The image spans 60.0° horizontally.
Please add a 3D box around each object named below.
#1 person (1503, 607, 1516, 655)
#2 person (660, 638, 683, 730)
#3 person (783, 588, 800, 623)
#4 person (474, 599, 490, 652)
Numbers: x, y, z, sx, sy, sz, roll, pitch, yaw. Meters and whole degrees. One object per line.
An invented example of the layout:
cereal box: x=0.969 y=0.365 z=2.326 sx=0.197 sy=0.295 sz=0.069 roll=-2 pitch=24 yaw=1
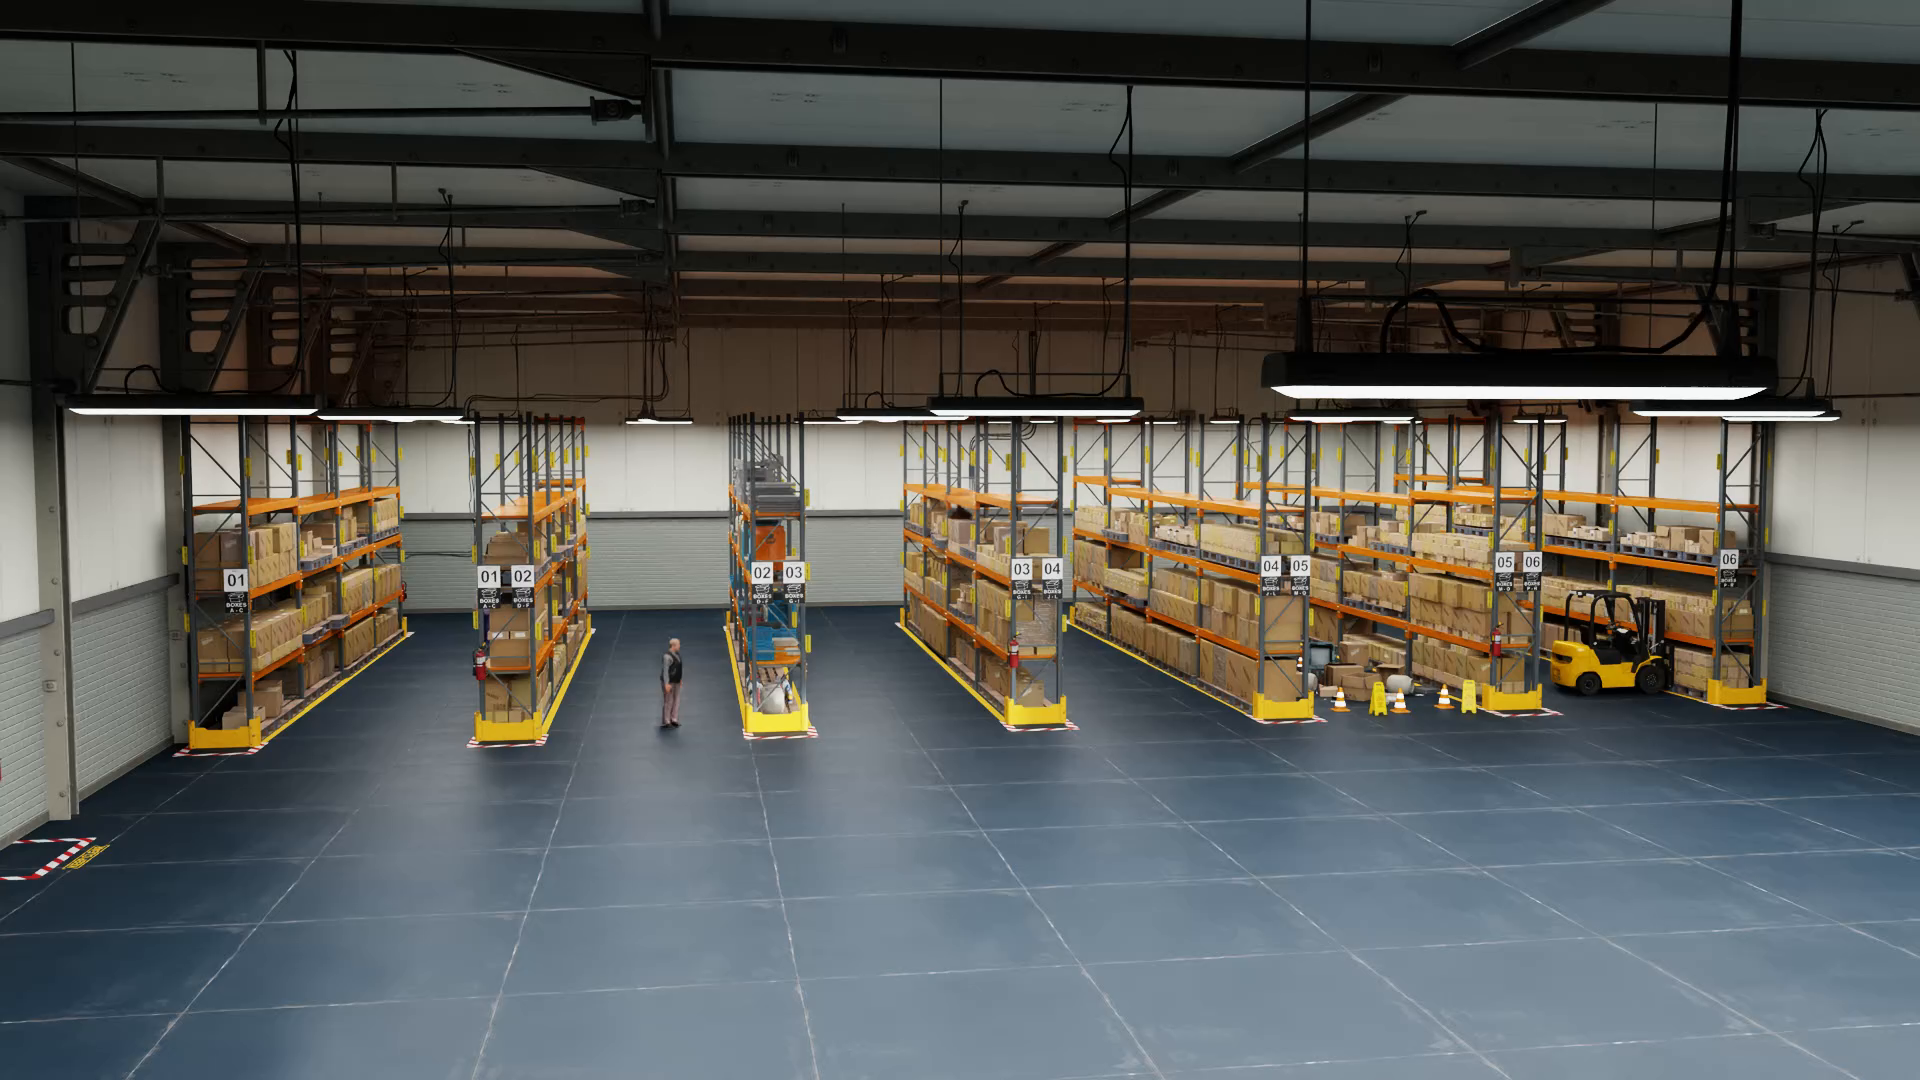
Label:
person: x=13.328 y=2.116 z=40.557 sx=0.542 sy=1.689 sz=0.817 roll=-1 pitch=4 yaw=-21
person: x=-5.487 y=2.720 z=31.575 sx=0.387 sy=1.731 sz=0.566 roll=1 pitch=4 yaw=17
person: x=-4.902 y=1.565 z=48.509 sx=0.555 sy=1.665 sz=1.043 roll=-1 pitch=4 yaw=-20
person: x=-12.171 y=2.038 z=42.543 sx=0.452 sy=1.592 sz=0.938 roll=0 pitch=4 yaw=-4
